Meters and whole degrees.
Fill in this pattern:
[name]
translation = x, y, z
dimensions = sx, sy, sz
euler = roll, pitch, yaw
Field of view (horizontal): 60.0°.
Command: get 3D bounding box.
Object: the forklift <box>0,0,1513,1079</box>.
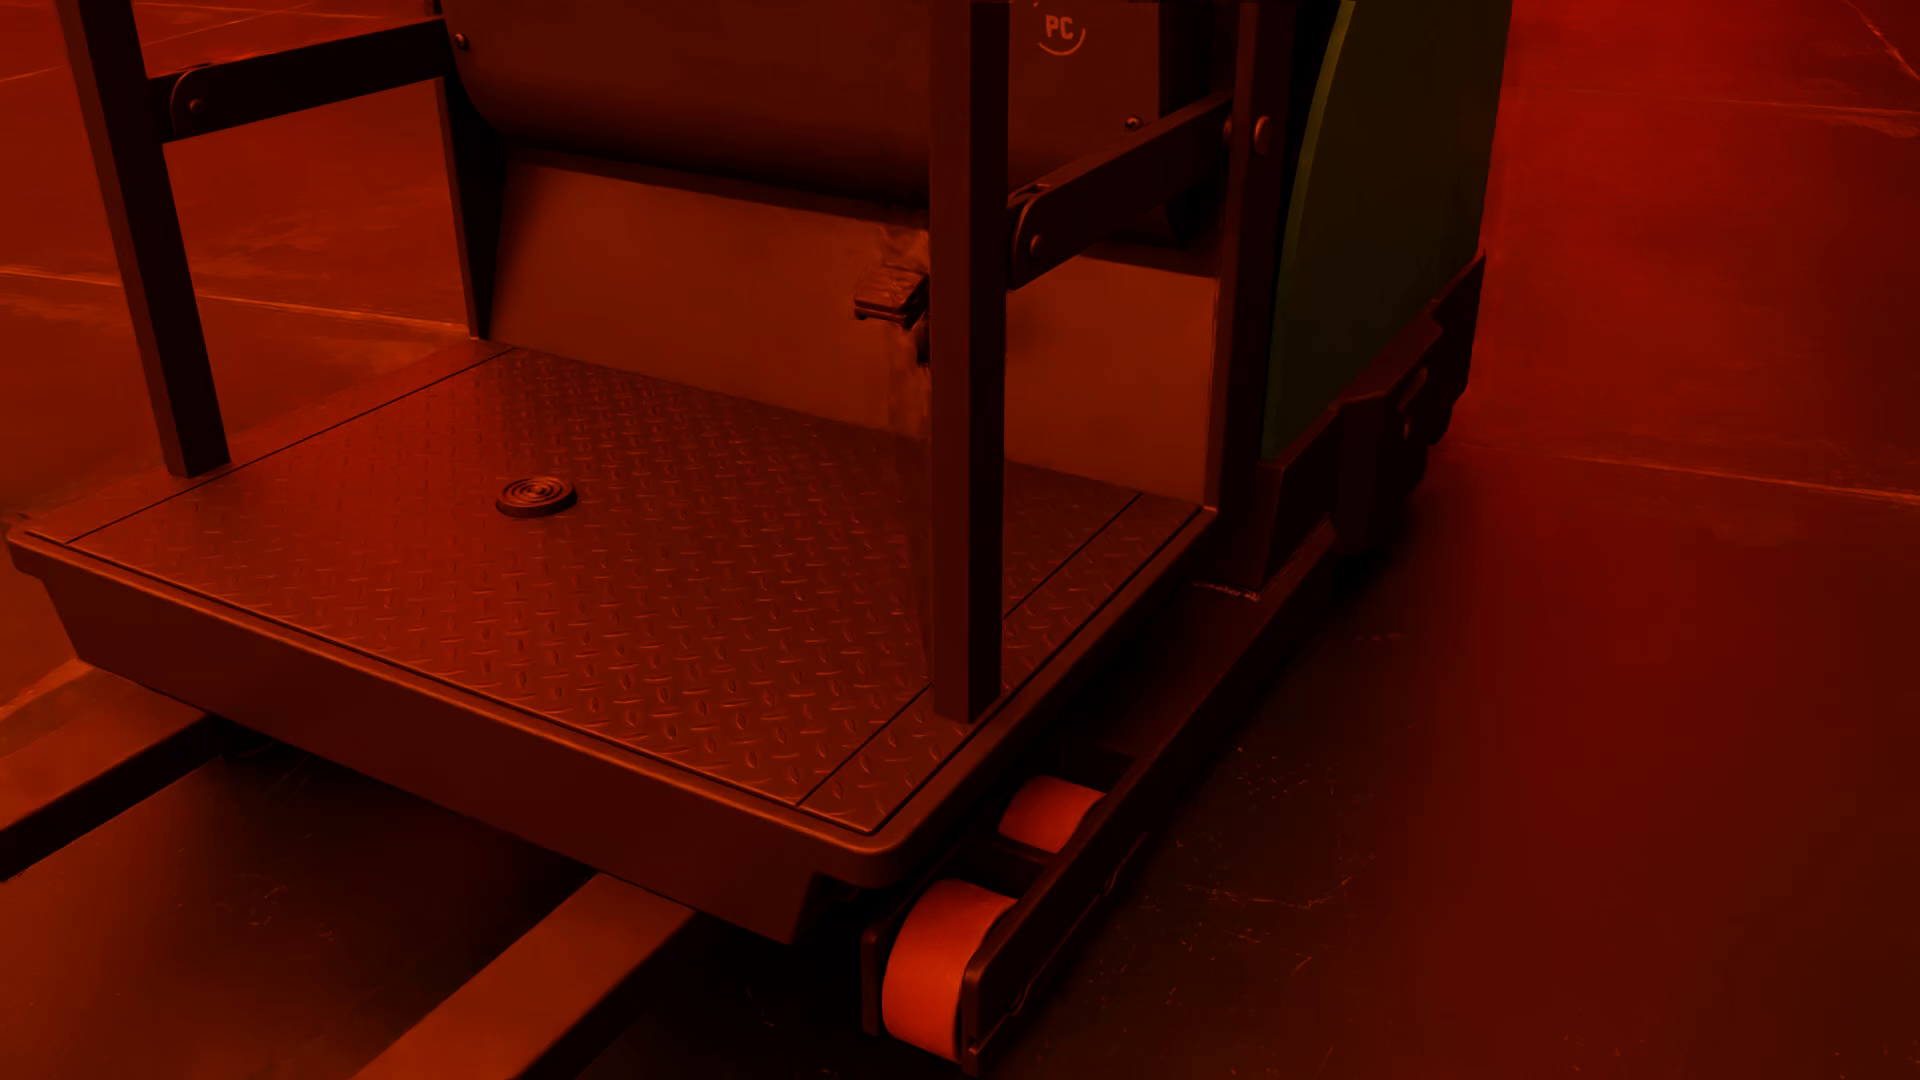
[forklift]
translation = -0.293, -1.058, 1.349
dimensions = 1.130, 2.935, 3.031
euler = 15, 30, 26
